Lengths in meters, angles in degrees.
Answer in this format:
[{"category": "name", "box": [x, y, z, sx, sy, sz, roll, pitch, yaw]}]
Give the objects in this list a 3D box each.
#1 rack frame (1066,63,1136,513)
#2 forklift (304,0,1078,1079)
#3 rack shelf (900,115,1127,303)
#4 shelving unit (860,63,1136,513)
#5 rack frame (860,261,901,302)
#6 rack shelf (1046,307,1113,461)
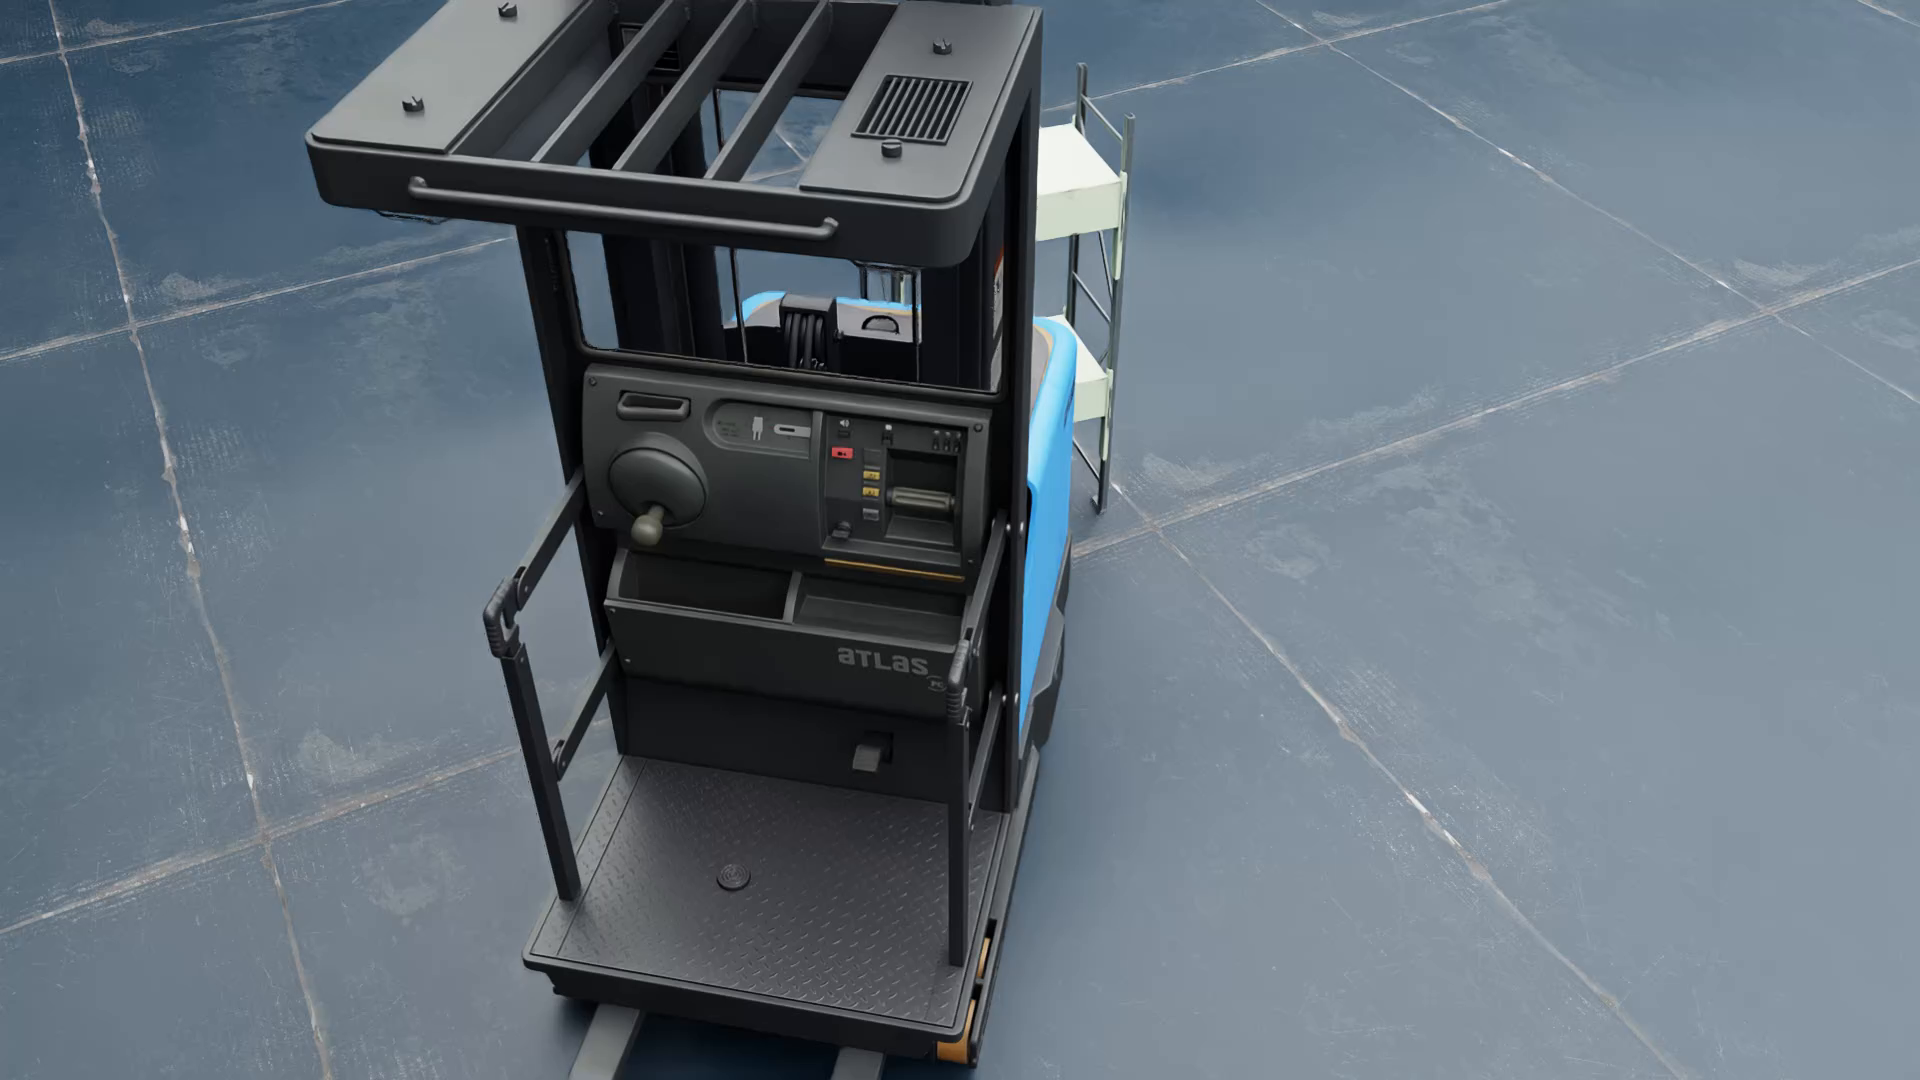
[{"category": "rack frame", "box": [0.443, -0.792, 5.525, 0.023, 1.500, 0.400, -12, 42, -14]}, {"category": "forklift", "box": [-0.437, -0.069, 3.563, 1.130, 2.935, 3.031, 7, 41, 9]}, {"category": "rack shelf", "box": [0.096, -1.013, 5.182, 0.720, 0.370, 0.431, -12, 42, -14]}, {"category": "shelving unit", "box": [0.096, -0.715, 5.434, 0.755, 1.500, 0.431, -12, 42, -14]}, {"category": "rack frame", "box": [-0.250, -0.639, 5.344, 0.023, 1.500, 0.400, -12, 42, -14]}, {"category": "rack shelf", "box": [0.096, -0.466, 5.645, 0.720, 0.370, 0.431, -12, 42, -14]}]
